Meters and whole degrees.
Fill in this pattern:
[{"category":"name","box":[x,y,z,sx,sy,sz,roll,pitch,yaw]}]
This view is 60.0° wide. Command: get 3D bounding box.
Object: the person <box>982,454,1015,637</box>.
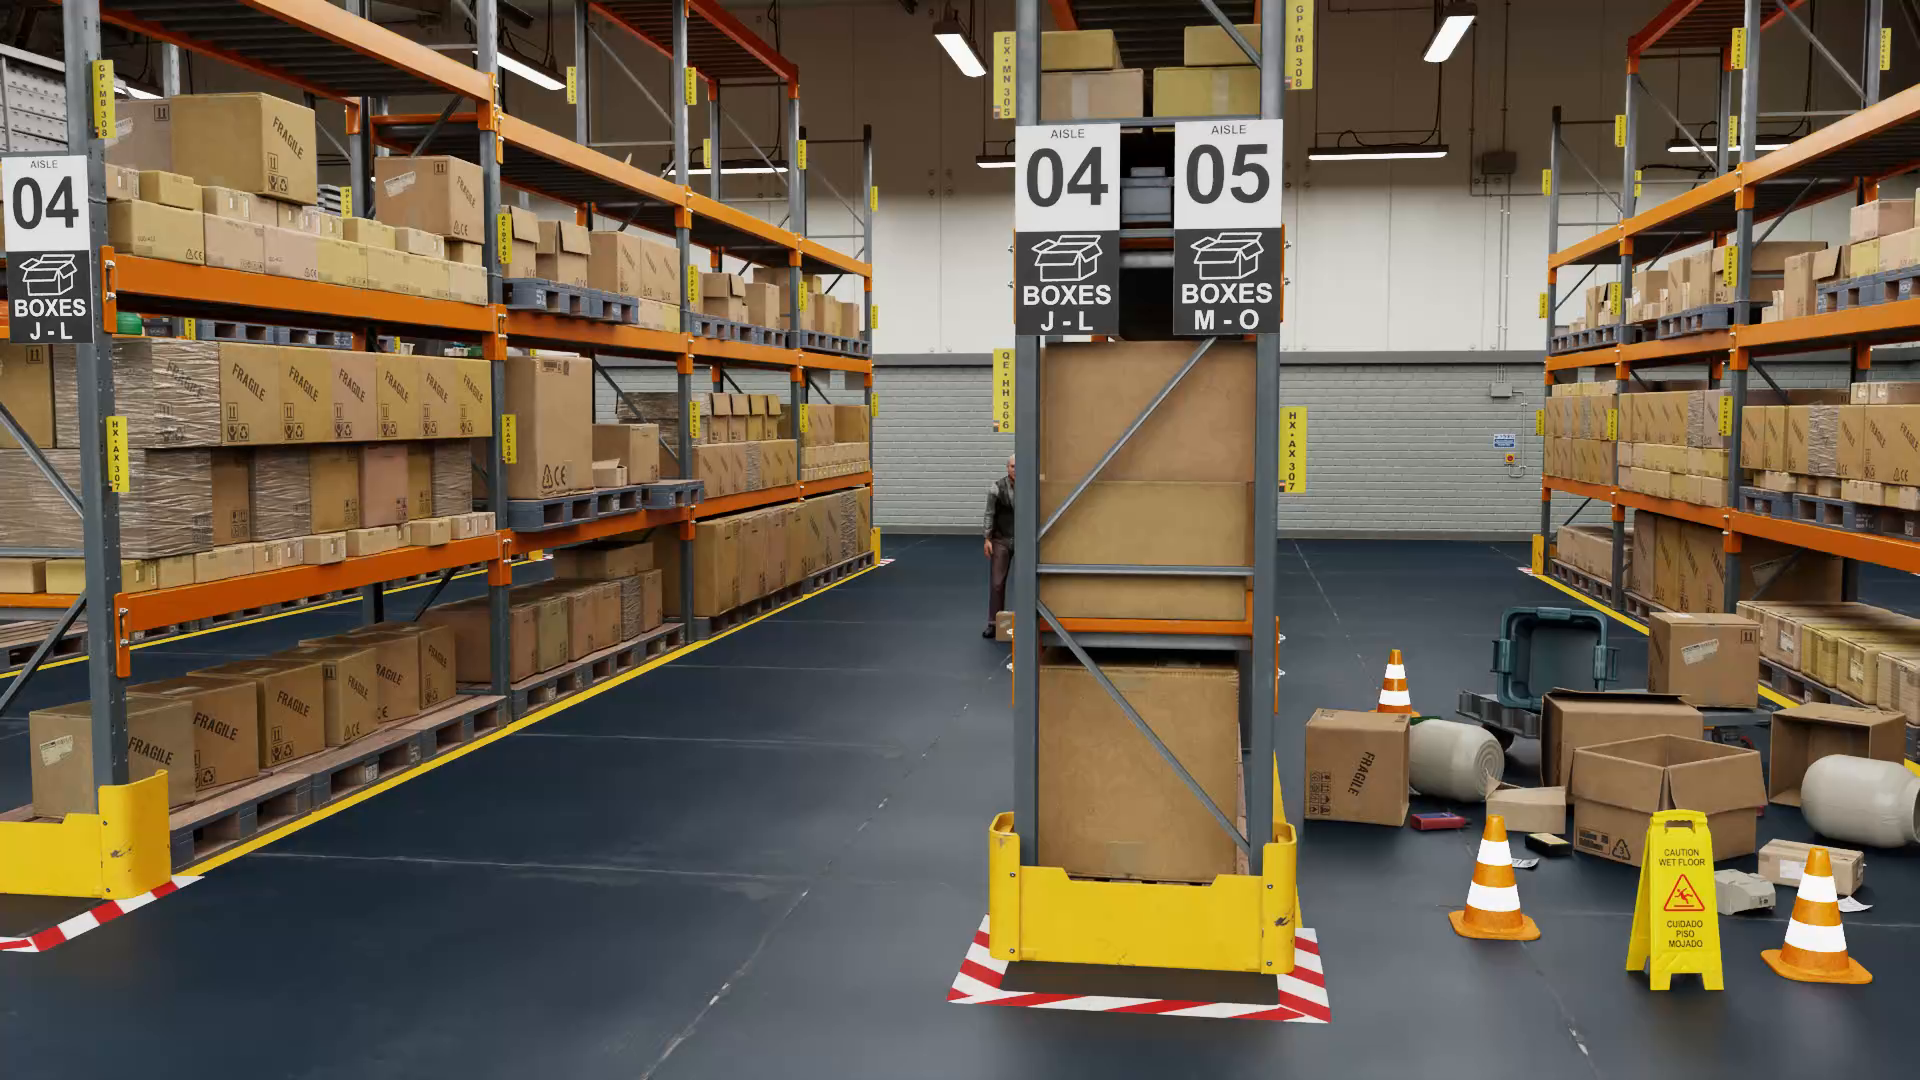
[{"category":"person","box":[0.508,0.050,15.642,0.592,1.720,0.474,0,4,5]}]
